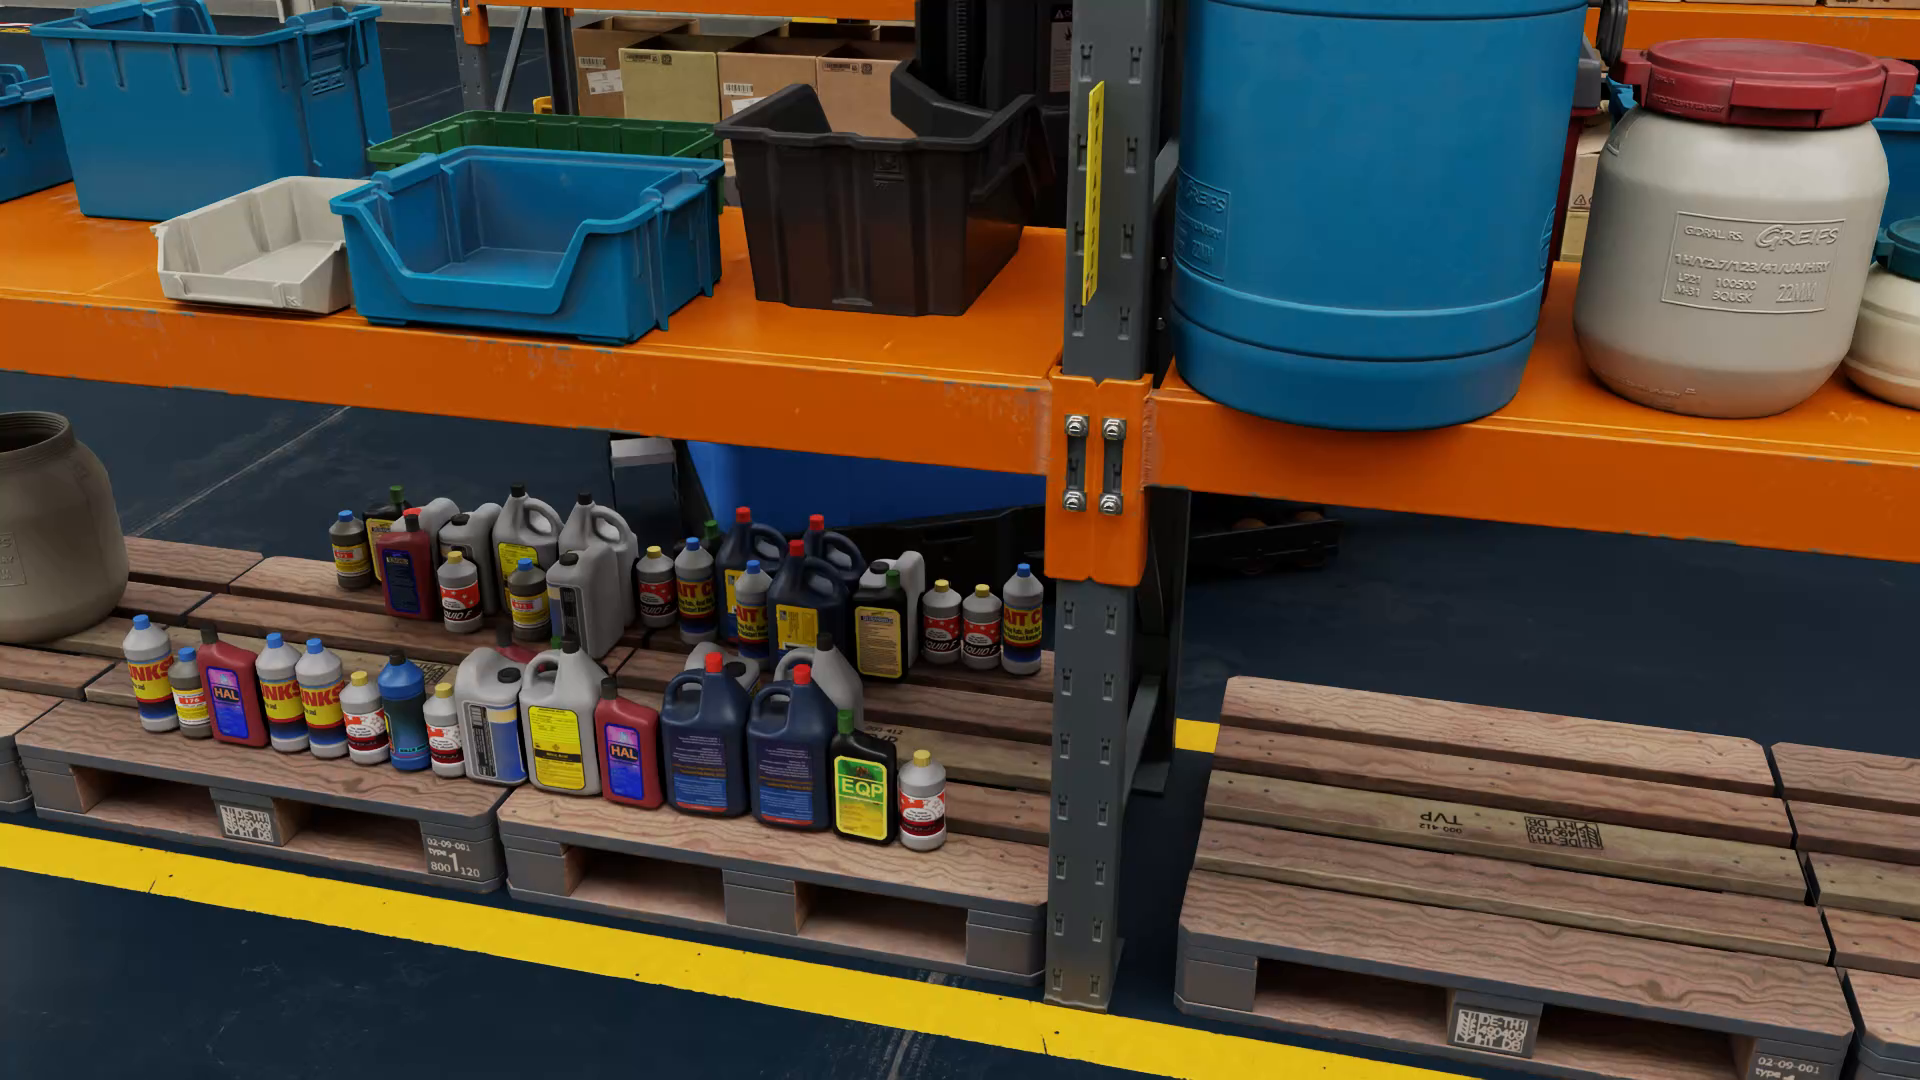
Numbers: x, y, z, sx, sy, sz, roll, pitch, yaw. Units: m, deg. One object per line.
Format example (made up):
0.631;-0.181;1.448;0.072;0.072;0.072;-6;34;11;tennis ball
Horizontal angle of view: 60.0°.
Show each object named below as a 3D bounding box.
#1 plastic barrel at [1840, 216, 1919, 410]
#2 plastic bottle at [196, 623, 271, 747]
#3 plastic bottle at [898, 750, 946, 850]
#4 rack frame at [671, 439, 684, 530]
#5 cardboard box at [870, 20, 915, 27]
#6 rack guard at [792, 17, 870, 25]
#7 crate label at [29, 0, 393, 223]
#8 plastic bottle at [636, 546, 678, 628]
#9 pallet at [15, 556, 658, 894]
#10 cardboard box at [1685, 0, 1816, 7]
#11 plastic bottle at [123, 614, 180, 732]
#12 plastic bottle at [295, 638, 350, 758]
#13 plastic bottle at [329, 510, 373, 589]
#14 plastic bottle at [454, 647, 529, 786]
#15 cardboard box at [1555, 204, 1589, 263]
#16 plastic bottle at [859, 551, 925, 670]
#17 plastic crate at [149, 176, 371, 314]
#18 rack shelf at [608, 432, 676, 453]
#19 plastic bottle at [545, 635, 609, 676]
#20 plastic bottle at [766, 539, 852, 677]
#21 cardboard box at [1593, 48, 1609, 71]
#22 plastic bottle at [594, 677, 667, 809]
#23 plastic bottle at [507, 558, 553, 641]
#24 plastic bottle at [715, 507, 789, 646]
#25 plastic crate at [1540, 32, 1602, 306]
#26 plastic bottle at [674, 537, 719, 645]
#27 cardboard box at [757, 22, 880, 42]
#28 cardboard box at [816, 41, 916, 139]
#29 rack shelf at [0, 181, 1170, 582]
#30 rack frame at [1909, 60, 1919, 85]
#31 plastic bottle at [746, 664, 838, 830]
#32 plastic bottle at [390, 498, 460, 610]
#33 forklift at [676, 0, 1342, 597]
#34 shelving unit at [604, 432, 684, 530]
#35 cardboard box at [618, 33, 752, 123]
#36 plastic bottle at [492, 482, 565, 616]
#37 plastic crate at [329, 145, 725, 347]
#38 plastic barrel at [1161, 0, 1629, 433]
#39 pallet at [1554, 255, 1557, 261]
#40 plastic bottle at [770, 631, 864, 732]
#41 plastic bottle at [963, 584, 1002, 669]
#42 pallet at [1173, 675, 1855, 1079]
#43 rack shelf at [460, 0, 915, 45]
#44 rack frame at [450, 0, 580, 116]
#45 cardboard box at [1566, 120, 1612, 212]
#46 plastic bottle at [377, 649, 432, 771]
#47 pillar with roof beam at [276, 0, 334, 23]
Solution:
1.596;-0.364;2.685;0.301;0.262;0.301;0;25;0;plastic barrel
-1.629;0.323;3.729;0.133;0.283;0.061;7;26;14;plastic bottle
-0.077;0.524;3.404;0.097;0.201;0.097;0;25;0;plastic bottle
-0.917;-0.488;5.228;0.006;0.900;0.240;-6;26;-13;rack frame
-0.407;-4.058;12.899;0.500;0.311;0.500;3;26;7;cardboard box
-0.981;-4.048;13.170;0.348;0.500;1.175;6;26;13;rack guard
-1.672;-0.992;3.802;0.616;0.435;0.502;6;26;13;crate label
-0.778;0.114;4.265;0.097;0.201;0.097;0;25;0;plastic bottle
-1.473;0.408;4.147;1.213;0.211;1.003;6;26;13;pallet
3.324;-2.540;6.979;0.500;0.500;0.500;6;26;13;cardboard box
-1.844;0.297;3.799;0.097;0.271;0.097;0;25;0;plastic bottle
-1.415;0.344;3.699;0.097;0.271;0.097;0;25;0;plastic bottle
-1.634;0.019;4.464;0.097;0.201;0.097;0;25;0;plastic bottle
-0.999;0.376;3.627;0.135;0.276;0.152;7;26;14;plastic bottle
2.915;-1.386;7.381;0.500;0.250;0.500;6;26;11;cardboard box
-0.167;0.160;4.082;0.135;0.276;0.152;7;26;15;plastic bottle
-1.284;-0.581;3.288;0.437;0.136;0.530;6;26;13;plastic crate
-1.016;-0.366;5.258;0.200;0.077;0.258;-6;26;-13;rack shelf
-0.841;0.347;3.681;0.133;0.283;0.061;6;26;13;plastic bottle
-0.362;0.166;3.981;0.185;0.351;0.144;6;26;13;plastic bottle
4.533;-3.649;11.820;0.500;0.500;0.700;7;26;14;cardboard box
-0.698;0.426;3.513;0.133;0.283;0.061;8;27;16;plastic bottle
-1.089;0.143;4.203;0.097;0.201;0.097;0;25;0;plastic bottle
-0.509;0.086;4.149;0.185;0.351;0.144;5;26;11;plastic bottle
0.897;-0.736;3.232;0.583;0.464;0.402;6;26;13;plastic crate
-0.661;0.122;4.167;0.097;0.271;0.097;0;25;0;plastic bottle
-0.719;-2.374;8.585;0.500;0.500;0.500;6;26;13;cardboard box
-0.369;-2.097;8.002;0.500;0.500;0.500;6;26;13;cardboard box
-1.585;-0.521;3.692;4.000;0.370;1.077;6;26;13;rack shelf
6.693;-4.328;10.851;0.127;3.000;1.000;6;26;13;rack frame
-0.343;0.417;3.455;0.185;0.351;0.144;6;26;12;plastic bottle
-1.397;0.024;4.368;0.135;0.276;0.152;7;26;13;plastic bottle
0.656;-1.429;4.842;3.031;2.935;1.130;-7;26;-15;forklift
-1.016;-0.477;5.205;0.210;0.900;0.258;-6;26;-13;shelving unit
-1.336;-2.206;8.231;0.500;0.500;0.500;6;26;13;cardboard box
-1.101;0.021;4.287;0.185;0.351;0.144;7;26;15;plastic bottle
-0.787;-0.570;3.131;0.616;0.251;0.499;6;26;13;plastic crate
0.651;-0.691;2.628;0.708;0.901;0.600;6;26;13;plastic barrel
2.313;-1.372;7.886;1.213;0.211;1.003;6;26;13;pallet
-0.308;0.357;3.581;0.185;0.351;0.144;6;26;13;plastic bottle
0.054;0.206;4.072;0.097;0.201;0.097;0;25;0;plastic bottle
1.122;0.695;3.544;1.213;0.211;1.003;6;26;13;pallet
-0.348;-2.583;8.023;4.000;0.370;1.077;6;26;13;rack shelf
-2.285;-3.122;8.318;0.127;3.000;1.000;6;26;13;rack frame
2.913;-1.636;7.255;0.500;0.311;0.500;5;26;11;cardboard box
-1.219;0.366;3.654;0.097;0.271;0.097;0;25;0;plastic bottle
-7.044;-7.028;9.544;0.400;9.000;9.100;6;26;13;pillar with roof beam
